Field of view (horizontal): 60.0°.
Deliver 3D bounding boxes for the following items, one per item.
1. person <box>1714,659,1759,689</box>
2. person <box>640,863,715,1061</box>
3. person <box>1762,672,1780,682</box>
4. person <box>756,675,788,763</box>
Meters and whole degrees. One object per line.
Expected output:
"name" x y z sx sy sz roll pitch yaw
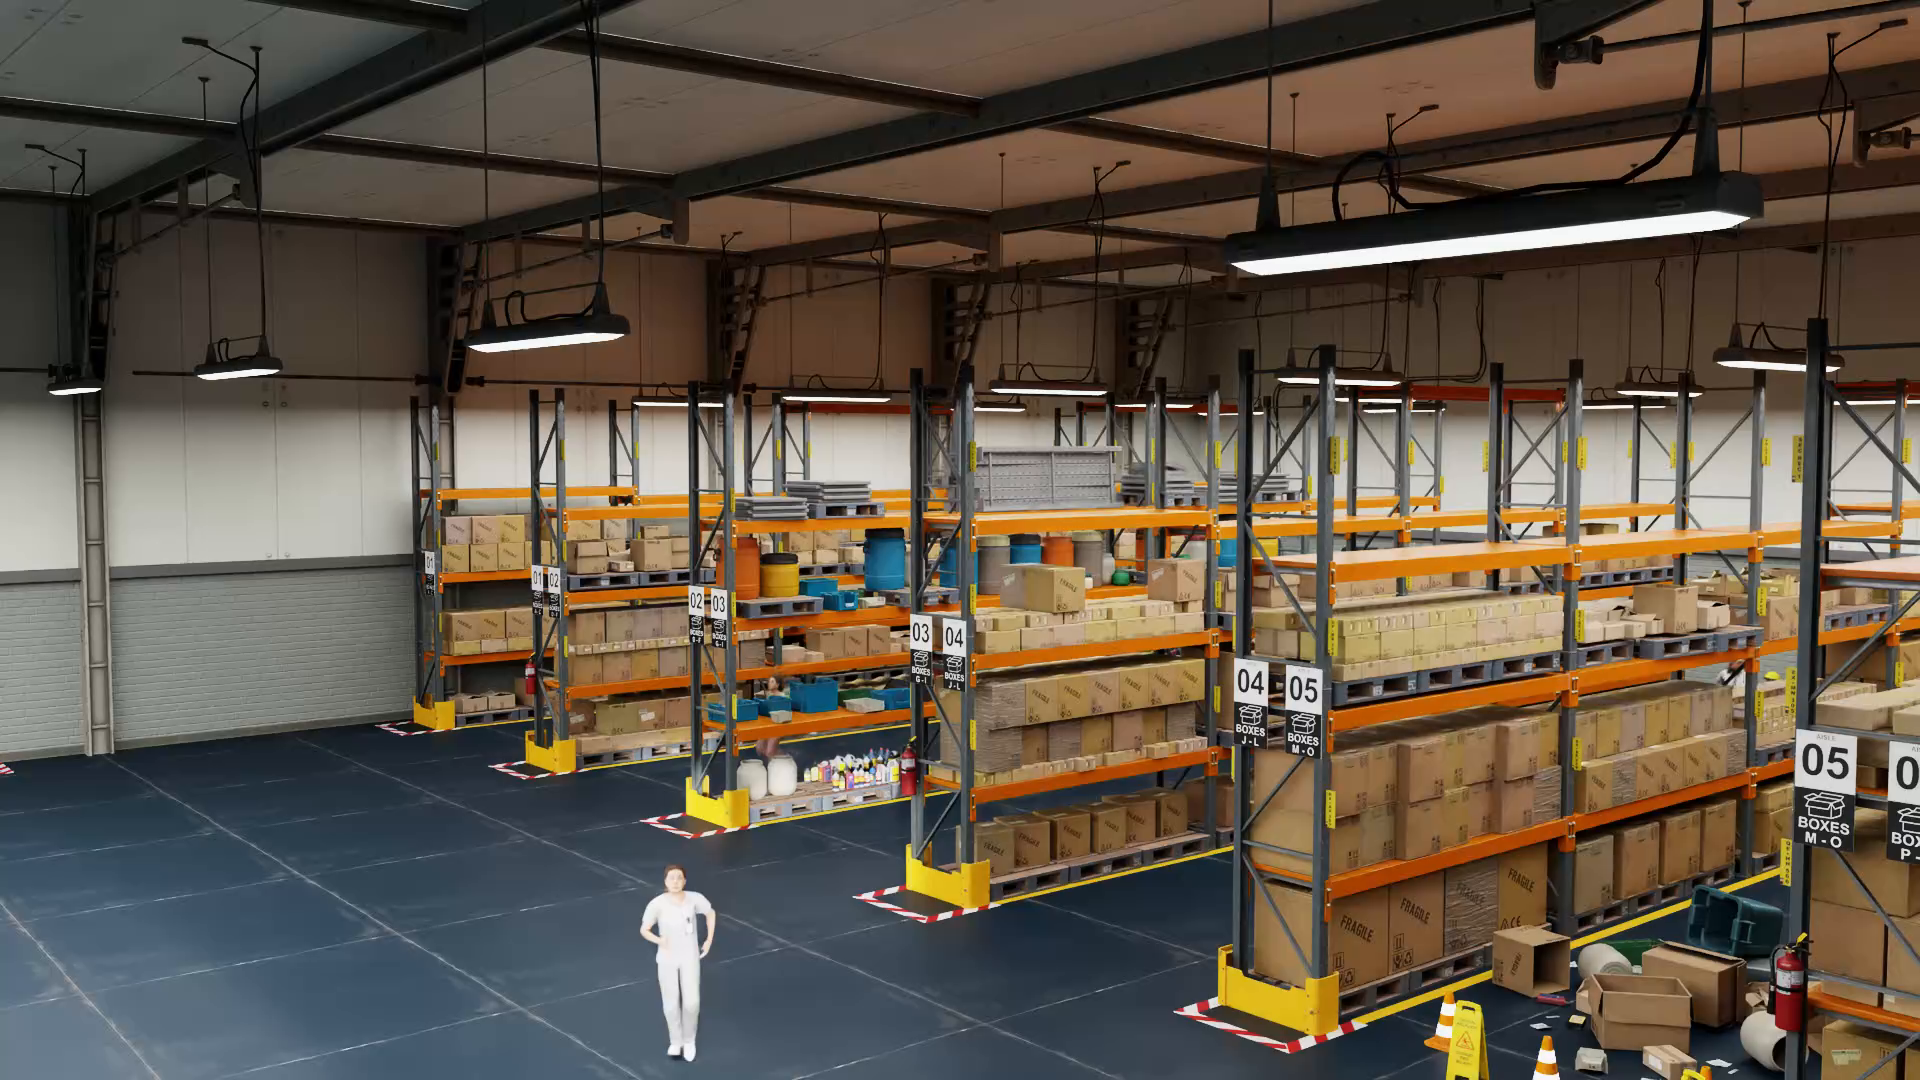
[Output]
"person" 12.729 2.708 27.270 0.767 1.733 0.605 3 4 41
"person" -2.347 3.509 13.816 0.609 1.654 0.603 -1 3 -11
"person" 12.198 2.834 24.933 0.666 1.719 0.734 -2 4 -33
"person" -2.813 2.856 25.324 0.566 1.623 0.536 2 4 36
